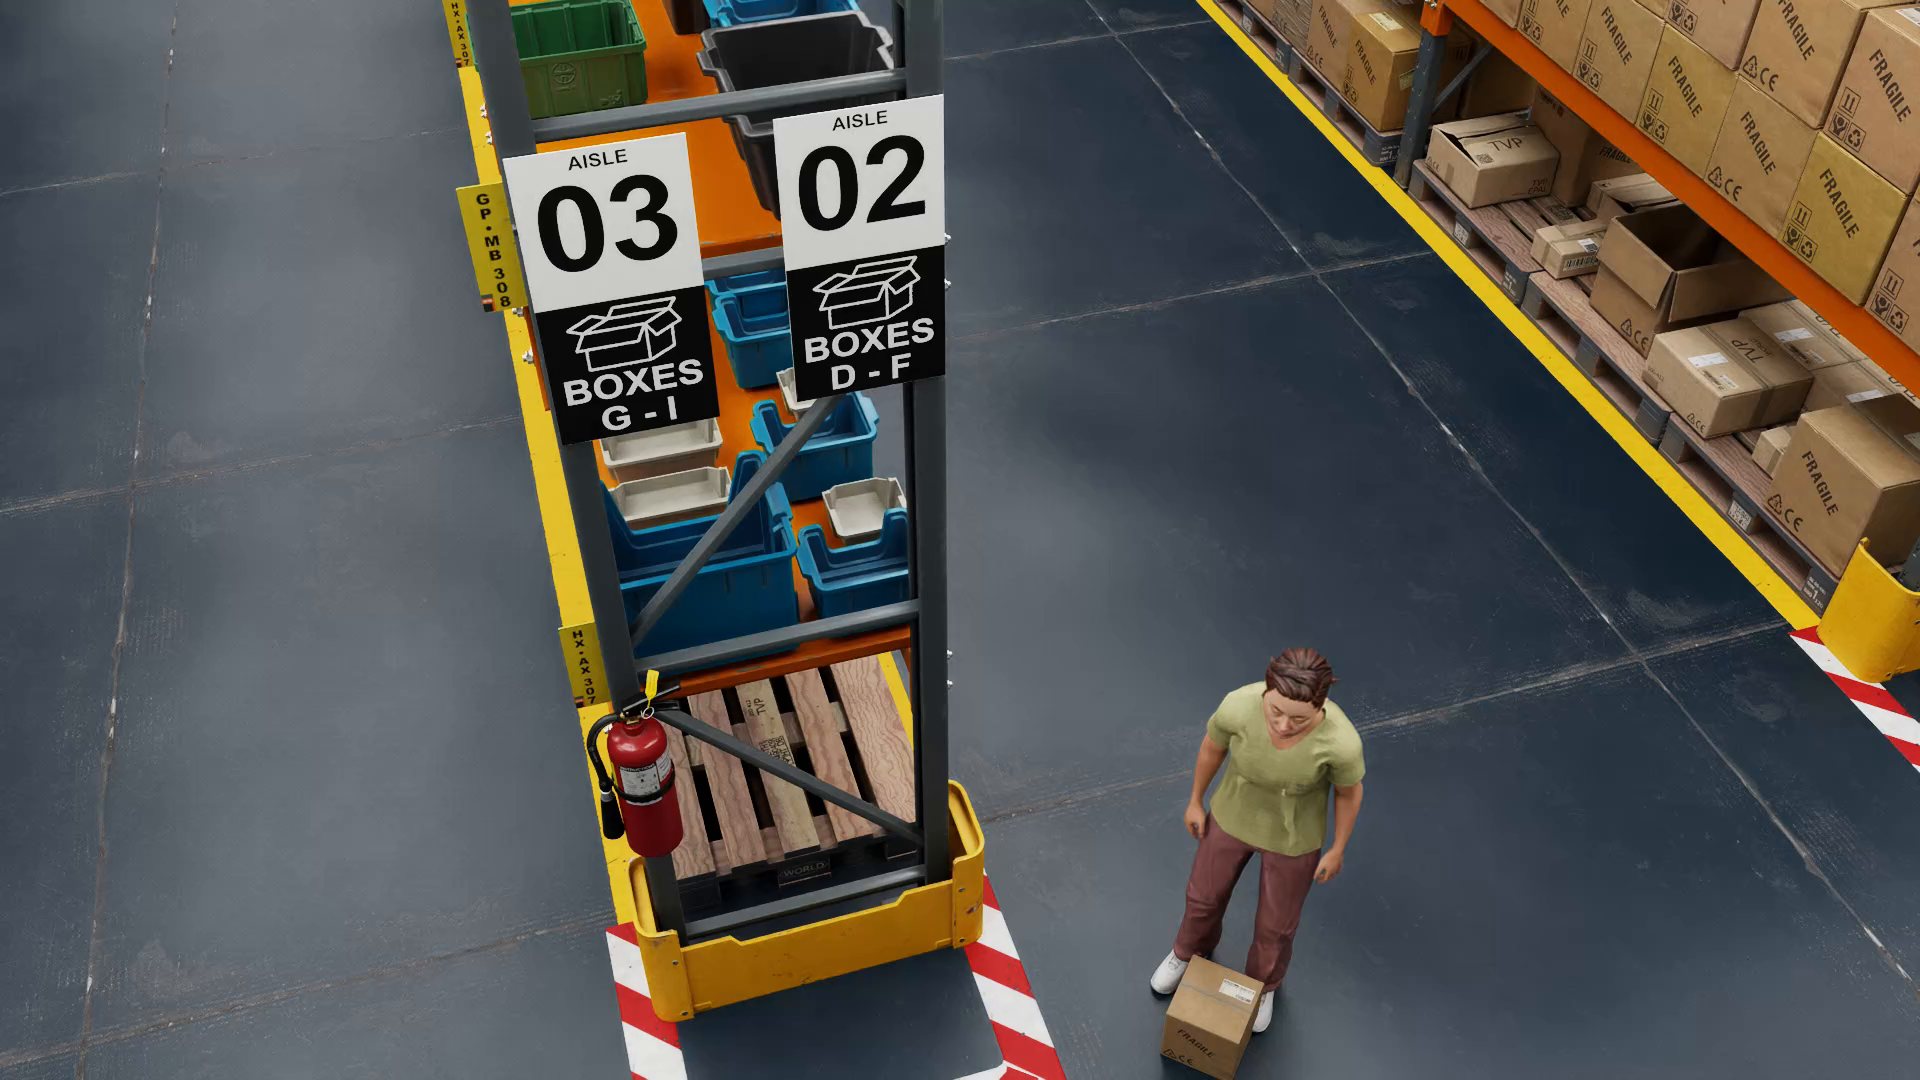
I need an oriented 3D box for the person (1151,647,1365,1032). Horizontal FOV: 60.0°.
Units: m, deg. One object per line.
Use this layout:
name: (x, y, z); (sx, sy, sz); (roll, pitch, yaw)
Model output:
person: (0.944, 0.907, 5.168); (0.516, 1.673, 0.354); (18, 45, 18)
